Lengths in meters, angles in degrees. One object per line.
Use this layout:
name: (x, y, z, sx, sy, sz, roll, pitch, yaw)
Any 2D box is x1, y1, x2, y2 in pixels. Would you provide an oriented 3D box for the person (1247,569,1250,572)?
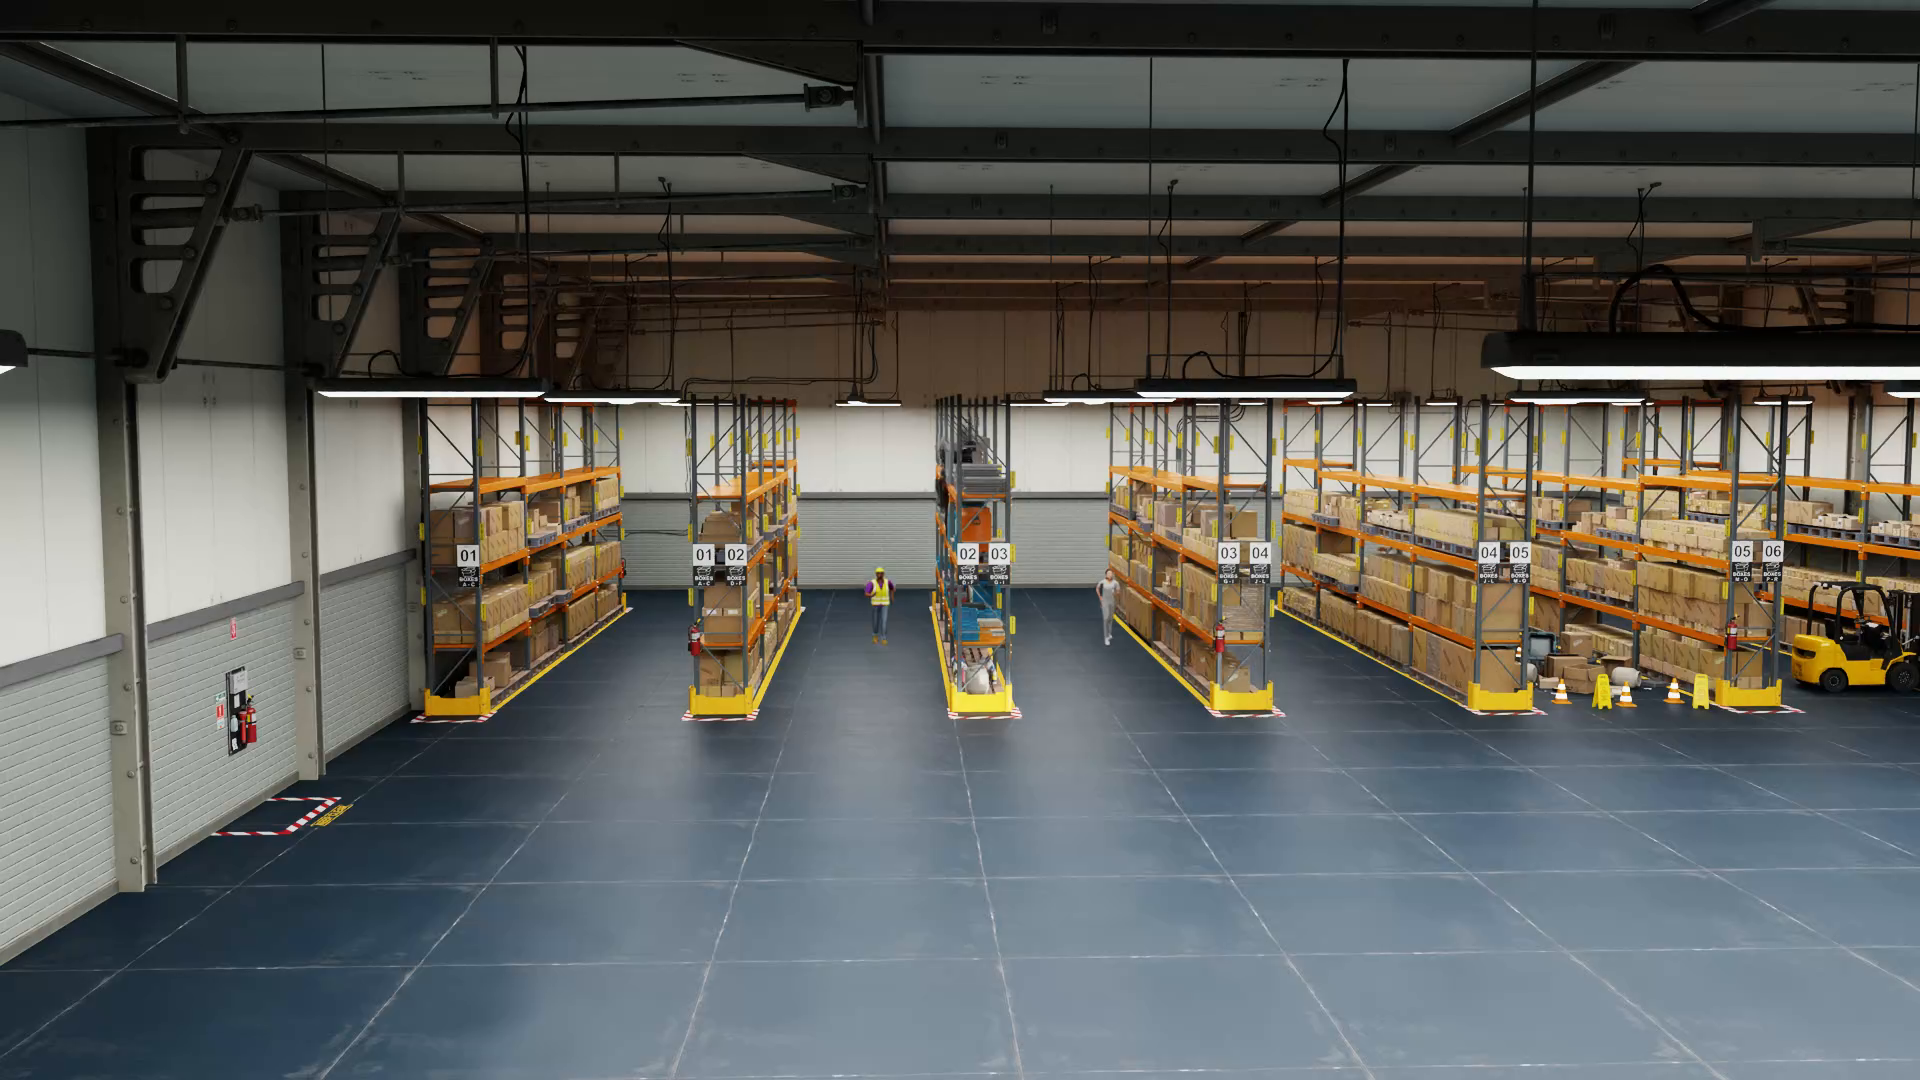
person: (8.020, 1.317, 44.819, 0.687, 1.811, 0.897, 1, 5, 7)

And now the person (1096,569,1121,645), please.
person: (3.491, 1.547, 38.989, 0.555, 1.756, 0.662, 0, 5, -4)

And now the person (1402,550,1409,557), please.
person: (13.089, 0.949, 49.534, 0.528, 1.744, 0.689, 0, 4, 1)

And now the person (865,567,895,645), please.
person: (-1.842, 1.531, 38.430, 0.712, 1.798, 0.896, -1, 5, -9)

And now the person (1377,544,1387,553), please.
person: (12.596, 0.974, 49.200, 0.830, 1.813, 0.688, 0, 5, 3)
